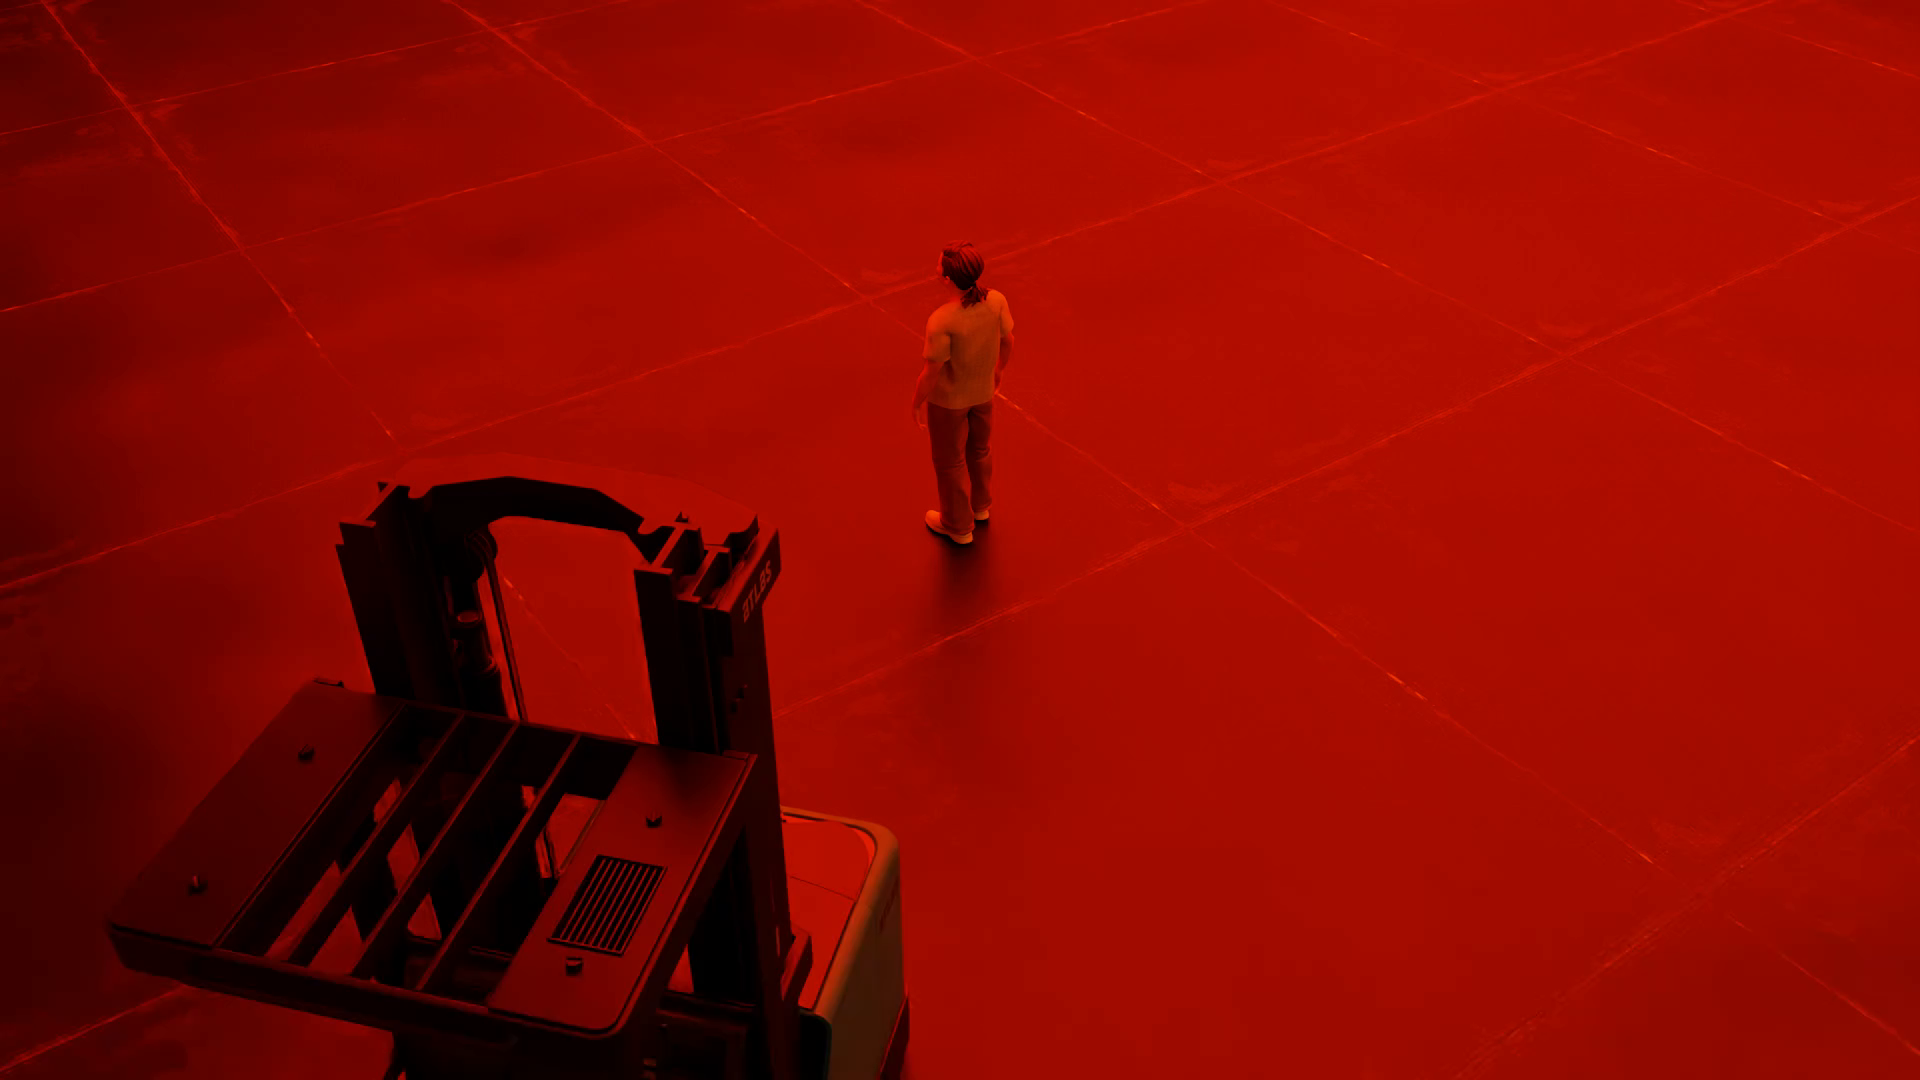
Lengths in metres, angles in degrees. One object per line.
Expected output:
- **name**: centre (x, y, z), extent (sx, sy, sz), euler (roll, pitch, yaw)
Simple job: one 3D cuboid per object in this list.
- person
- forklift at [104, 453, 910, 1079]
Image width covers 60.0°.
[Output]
- **person**: centre (-0.034, -0.719, 7.961), extent (0.554, 1.673, 0.548), euler (-23, 42, -28)
- **forklift**: centre (-1.036, 1.388, 4.068), extent (1.130, 2.935, 3.031), euler (9, 37, 11)
